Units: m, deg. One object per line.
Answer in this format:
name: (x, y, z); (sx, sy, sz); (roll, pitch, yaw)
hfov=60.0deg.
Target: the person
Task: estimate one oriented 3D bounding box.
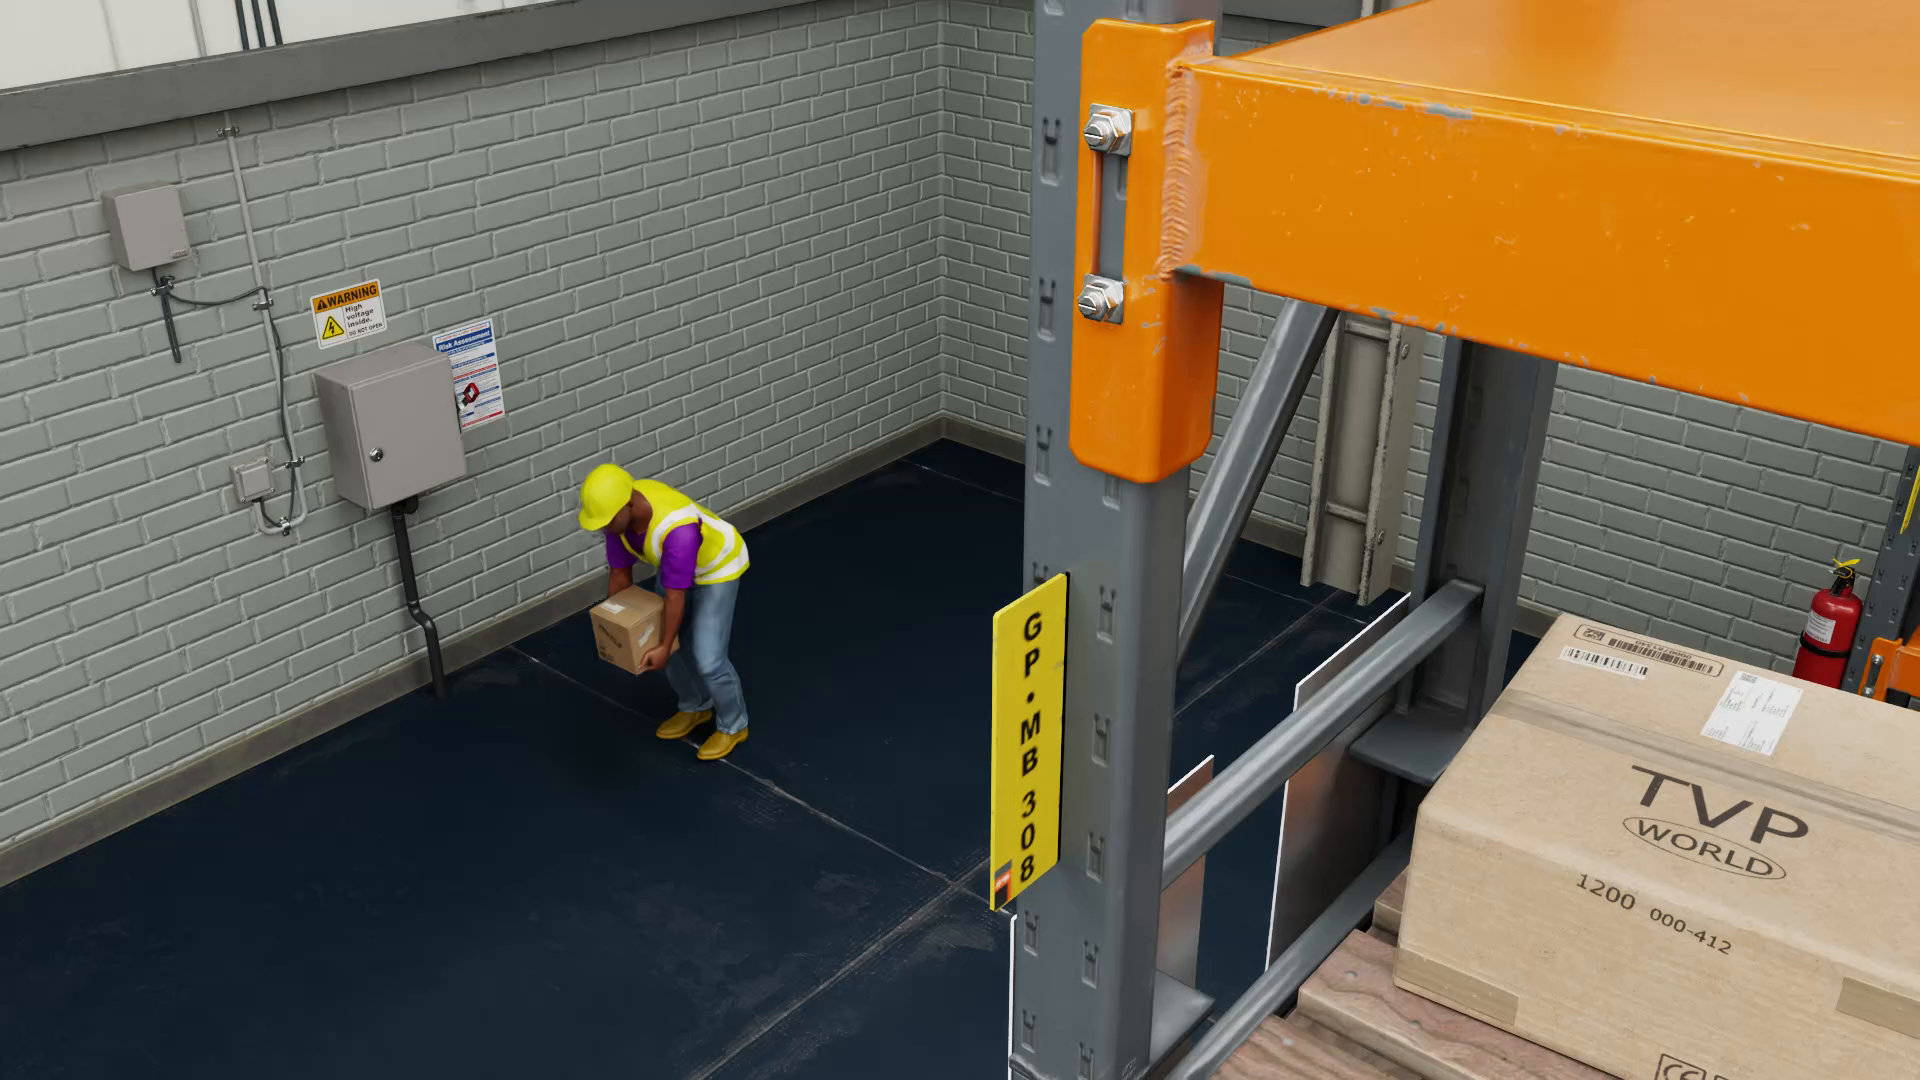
person: (-1.277, 0.294, 7.267); (0.488, 1.538, 0.797); (20, 33, 33)
